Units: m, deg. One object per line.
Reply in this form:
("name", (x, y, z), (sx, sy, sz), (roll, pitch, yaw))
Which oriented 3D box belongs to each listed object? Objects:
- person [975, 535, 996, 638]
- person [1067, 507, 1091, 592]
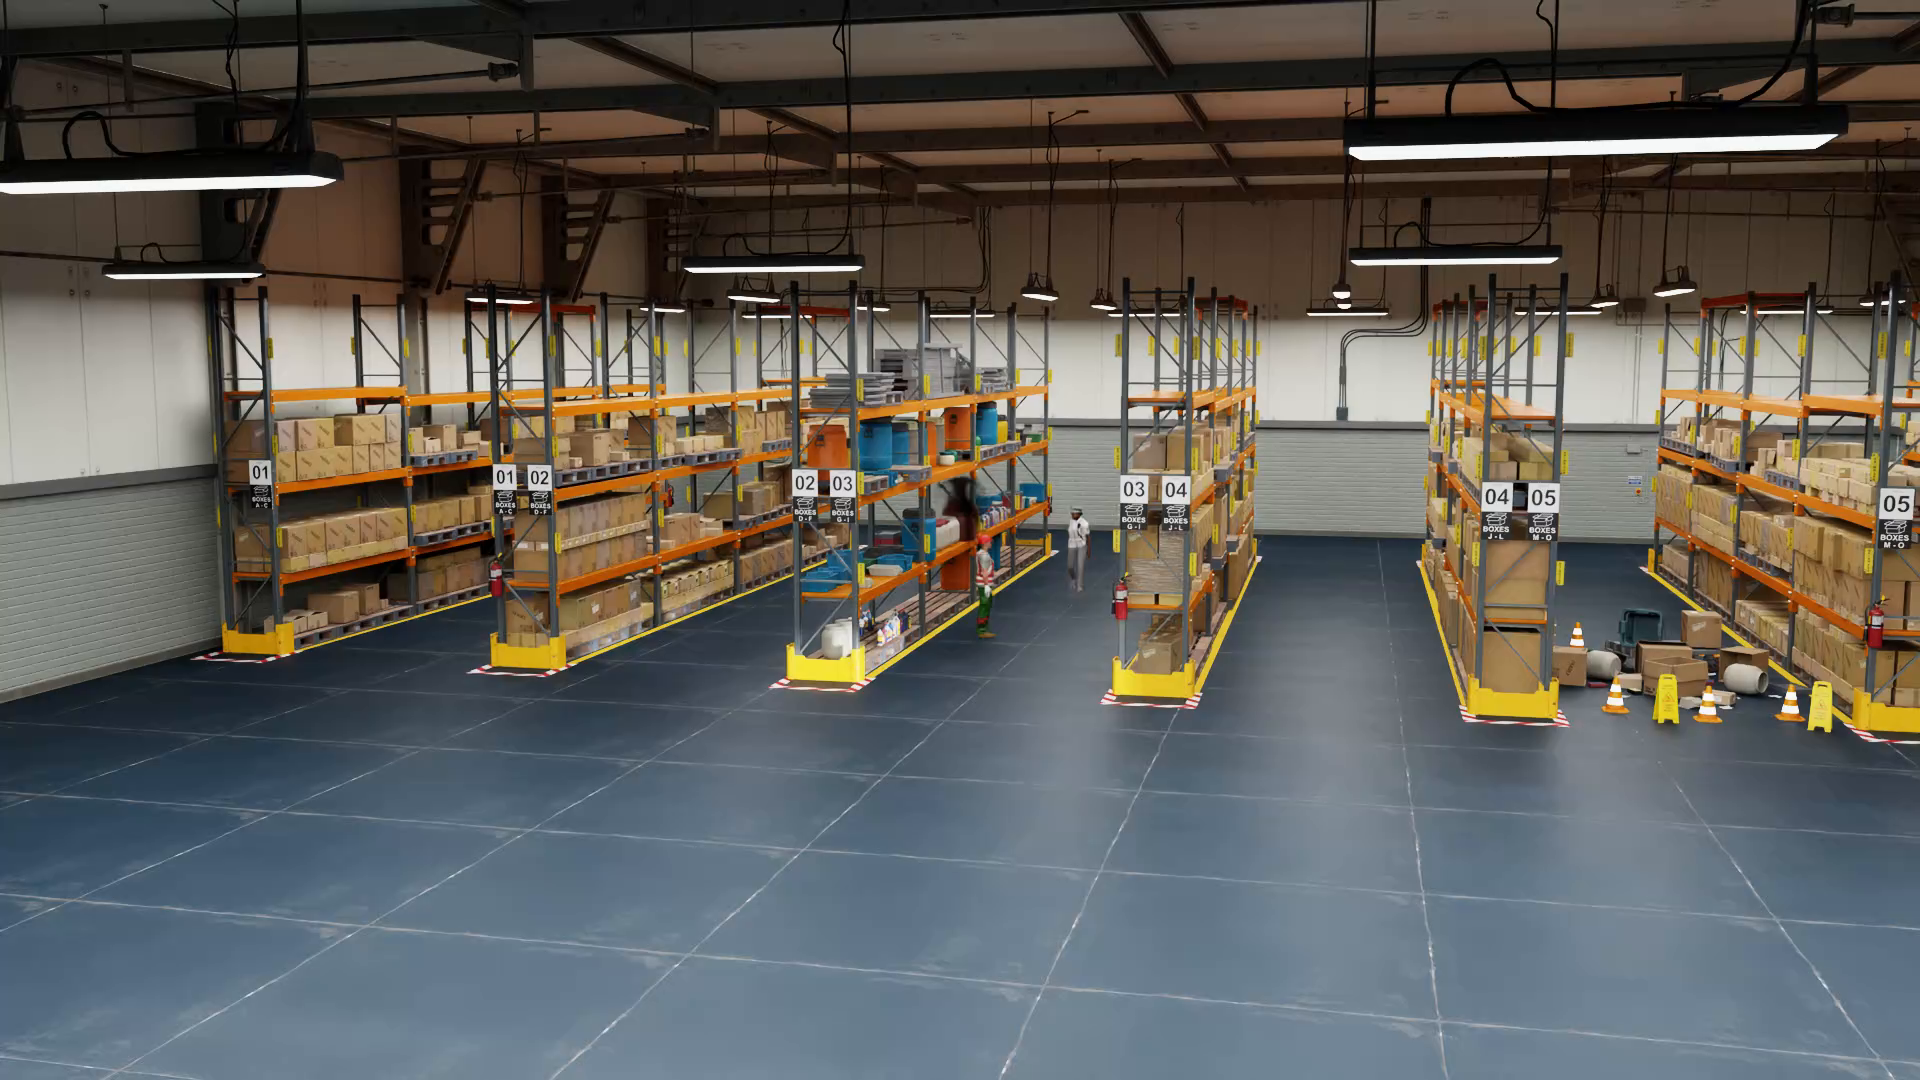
("person", (0.472, 0.820, 28.881), (0.407, 1.830, 0.604), (-1, 7, -5))
("person", (2.337, 0.161, 32.514), (0.452, 1.648, 0.599), (1, 7, 10))
